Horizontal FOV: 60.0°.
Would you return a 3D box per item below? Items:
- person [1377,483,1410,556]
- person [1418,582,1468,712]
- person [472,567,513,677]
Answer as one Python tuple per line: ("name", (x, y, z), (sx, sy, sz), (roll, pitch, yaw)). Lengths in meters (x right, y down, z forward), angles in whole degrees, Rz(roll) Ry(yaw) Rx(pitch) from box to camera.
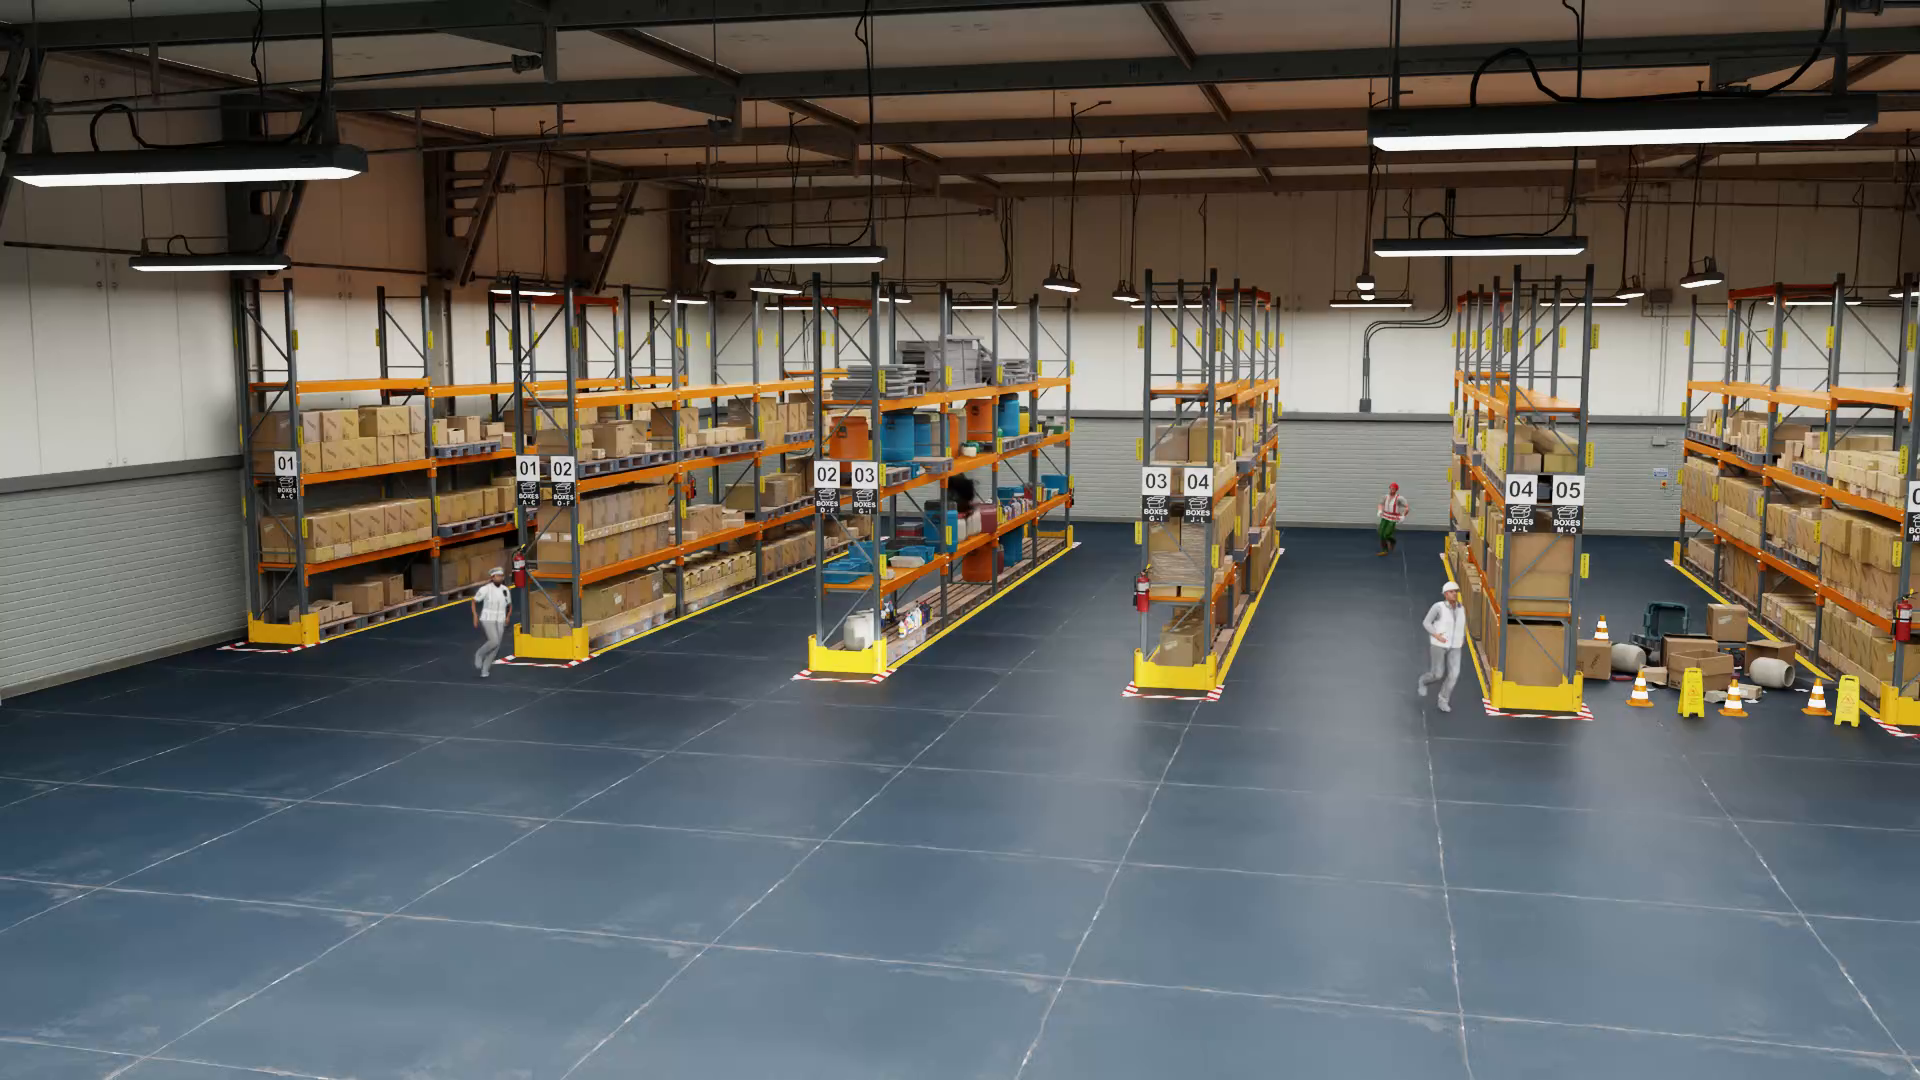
("person", (10.031, -0.477, 38.643), (0.564, 1.722, 0.755), (-6, 9, -41))
("person", (6.643, 1.432, 22.736), (0.684, 1.749, 0.751), (-1, 7, -9))
("person", (-6.946, 1.217, 24.902), (0.612, 1.624, 0.502), (-6, 9, -42))
